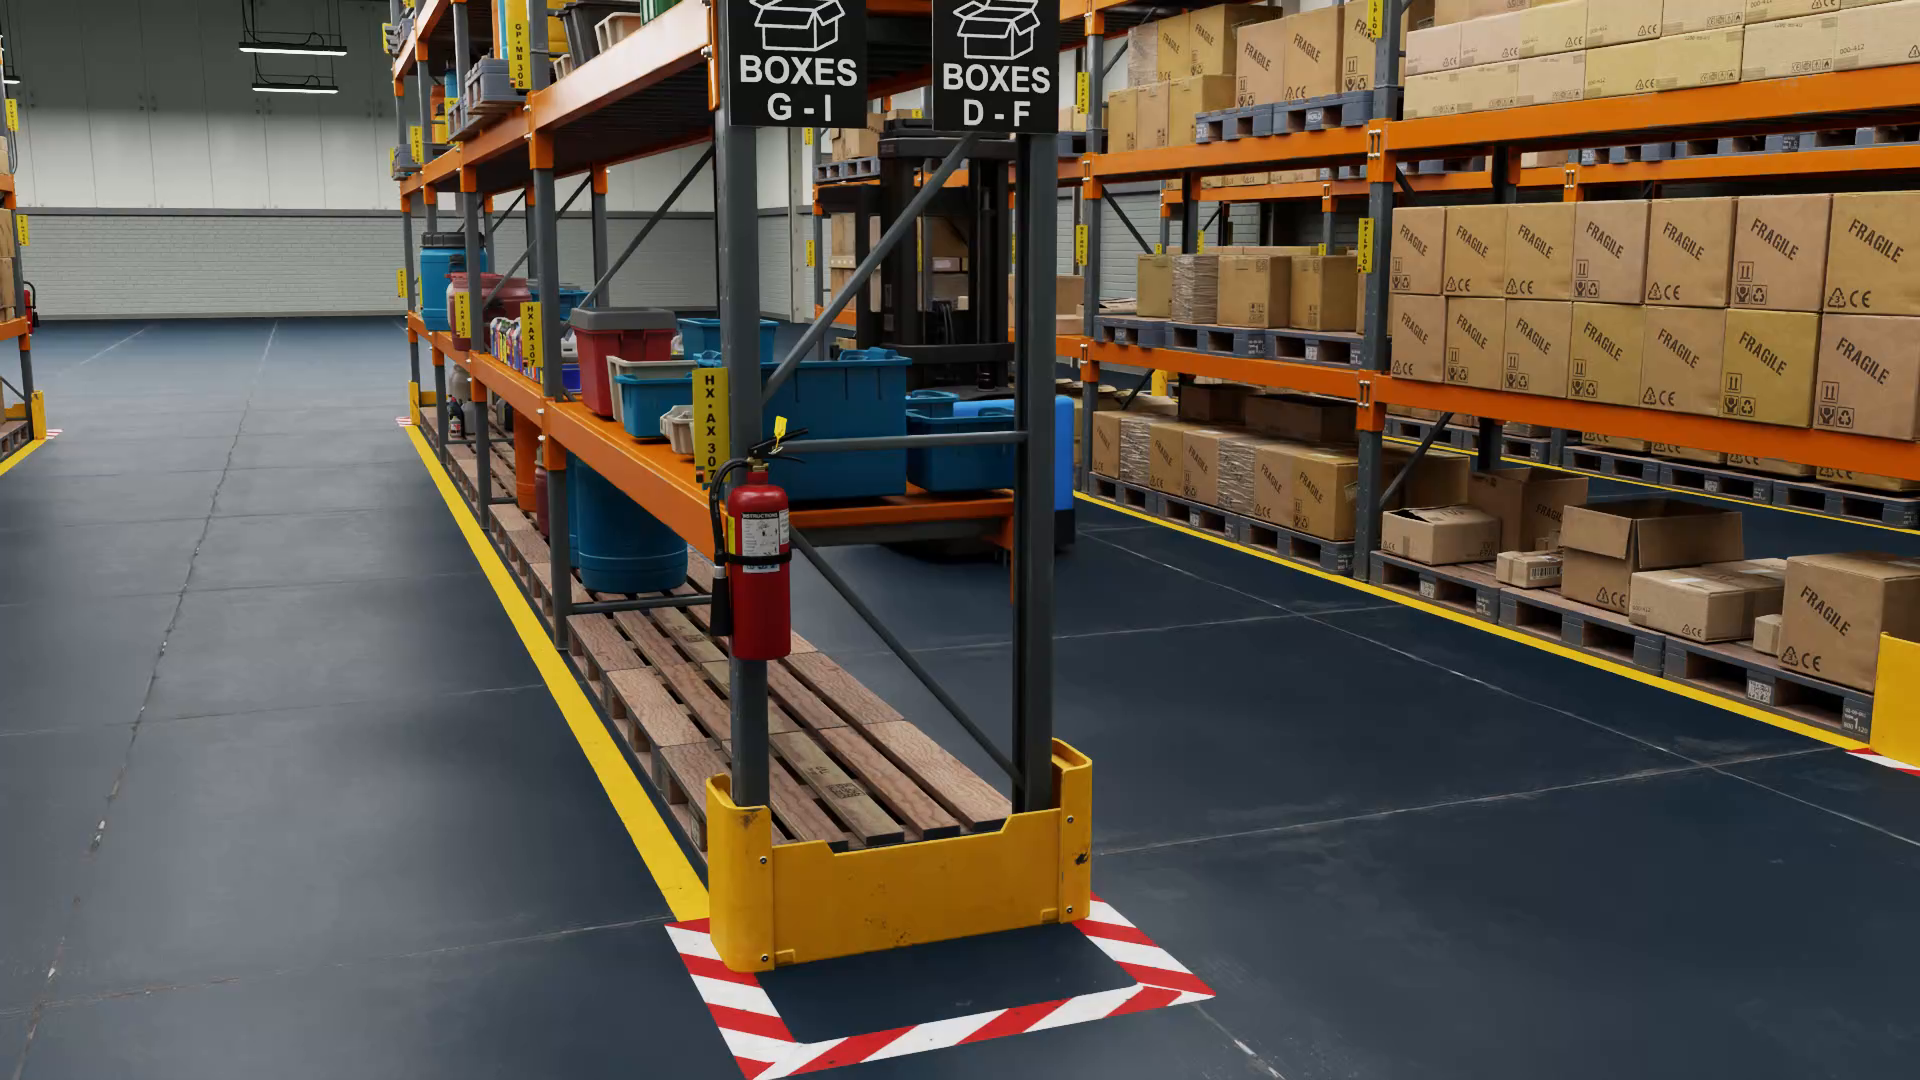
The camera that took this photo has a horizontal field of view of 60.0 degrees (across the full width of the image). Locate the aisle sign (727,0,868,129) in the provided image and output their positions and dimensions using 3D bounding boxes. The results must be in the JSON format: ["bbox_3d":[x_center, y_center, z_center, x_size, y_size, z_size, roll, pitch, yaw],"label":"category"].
[{"bbox_3d":[-0.444,-1.531,4.539,0.394,0.787,0.004,-4,11,-21],"label":"aisle sign"}]

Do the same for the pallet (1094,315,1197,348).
[{"bbox_3d":[1.833,-1.700,13.462,1.213,0.211,1.003,-4,11,-21],"label":"pallet"}]

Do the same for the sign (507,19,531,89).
[{"bbox_3d":[-2.160,-2.381,8.149,0.100,0.325,0.005,-4,11,-21],"label":"sign"}]

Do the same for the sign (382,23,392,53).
[{"bbox_3d":[-6.510,-5.710,18.920,0.100,0.325,0.005,-4,11,-21],"label":"sign"}]

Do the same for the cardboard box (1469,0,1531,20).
[{"bbox_3d":[3.232,-3.099,9.070,0.700,0.500,0.500,-4,11,-21],"label":"cardboard box"}]

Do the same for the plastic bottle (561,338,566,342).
[{"bbox_3d":[-2.223,-0.977,9.200,0.152,0.276,0.135,-4,11,-21],"label":"plastic bottle"}]

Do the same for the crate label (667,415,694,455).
[{"bbox_3d":[-0.877,-0.395,6.156,0.396,0.136,0.243,-4,11,-21],"label":"crate label"}]

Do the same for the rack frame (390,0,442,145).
[{"bbox_3d":[-5.995,-5.847,19.094,1.000,3.000,0.127,-4,11,-21],"label":"rack frame"}]

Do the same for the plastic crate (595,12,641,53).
[{"bbox_3d":[-1.177,-1.950,6.505,0.437,0.136,0.530,-4,11,-21],"label":"plastic crate"}]

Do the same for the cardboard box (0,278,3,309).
[{"bbox_3d":[-10.004,-2.524,16.412,0.875,0.500,0.500,-4,11,-21],"label":"cardboard box"}]

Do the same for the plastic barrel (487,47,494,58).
[{"bbox_3d":[-3.685,-3.681,14.052,0.600,0.901,0.708,-4,11,-21],"label":"plastic barrel"}]

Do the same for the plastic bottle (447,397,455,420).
[{"bbox_3d":[-5.117,-1.271,16.806,0.144,0.351,0.185,-4,11,-24],"label":"plastic bottle"}]

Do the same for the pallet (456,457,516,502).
[{"bbox_3d":[-3.779,-0.542,14.365,1.003,0.211,1.213,-4,11,-21],"label":"pallet"}]

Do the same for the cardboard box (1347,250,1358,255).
[{"bbox_3d":[4.841,-3.049,18.957,0.700,0.500,0.500,-4,11,-21],"label":"cardboard box"}]

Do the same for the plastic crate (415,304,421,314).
[{"bbox_3d":[-5.971,-2.597,18.706,0.298,0.136,0.250,-4,11,-21],"label":"plastic crate"}]

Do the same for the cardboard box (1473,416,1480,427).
[{"bbox_3d":[5.750,-1.407,17.149,0.700,0.500,0.500,-4,11,-21],"label":"cardboard box"}]

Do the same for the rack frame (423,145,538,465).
[{"bbox_3d":[-4.546,-2.240,15.948,1.000,3.000,0.127,-4,11,-21],"label":"rack frame"}]

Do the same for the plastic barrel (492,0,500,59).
[{"bbox_3d":[-2.893,-3.389,11.419,0.600,0.830,0.708,-4,11,-21],"label":"plastic barrel"}]

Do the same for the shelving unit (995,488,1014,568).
[{"bbox_3d":[0.383,-0.284,10.902,0.258,0.900,0.210,-3,15,-15],"label":"shelving unit"}]

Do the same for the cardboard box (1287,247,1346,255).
[{"bbox_3d":[4.228,-3.232,19.752,0.500,0.500,0.500,-4,11,-21],"label":"cardboard box"}]

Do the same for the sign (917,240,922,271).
[{"bbox_3d":[-0.444,-2.984,17.430,0.100,0.325,0.005,-4,11,-21],"label":"sign"}]

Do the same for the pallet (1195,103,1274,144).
[{"bbox_3d":[2.422,-2.912,11.699,1.213,0.211,1.003,-4,11,-21],"label":"pallet"}]

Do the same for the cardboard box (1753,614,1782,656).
[{"bbox_3d":[3.931,0.438,7.725,0.380,0.166,0.250,-4,11,-21],"label":"cardboard box"}]

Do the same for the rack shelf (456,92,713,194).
[{"bbox_3d":[-2.372,-2.383,10.243,1.077,0.370,4.000,-4,11,-21],"label":"rack shelf"}]

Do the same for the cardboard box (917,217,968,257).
[{"bbox_3d":[-0.094,-3.314,17.995,0.700,0.500,0.500,-4,11,-21],"label":"cardboard box"}]

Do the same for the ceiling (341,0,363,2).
[{"bbox_3d":[-21.032,-15.884,49.828,6.000,0.001,6.000,-4,11,-21],"label":"ceiling"}]

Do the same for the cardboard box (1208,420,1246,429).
[{"bbox_3d":[2.267,-0.665,12.973,0.500,0.500,0.500,-4,11,-23],"label":"cardboard box"}]

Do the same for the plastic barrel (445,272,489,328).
[{"bbox_3d":[-4.403,-2.137,14.980,0.433,0.535,0.433,0,10,0],"label":"plastic barrel"}]

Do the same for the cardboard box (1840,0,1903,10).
[{"bbox_3d":[3.997,-2.312,6.788,0.500,0.250,0.500,-4,11,-21],"label":"cardboard box"}]

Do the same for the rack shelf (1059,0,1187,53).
[{"bbox_3d":[0.797,-4.630,15.450,1.077,0.370,4.000,-4,11,-21],"label":"rack shelf"}]

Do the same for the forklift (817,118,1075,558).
[{"bbox_3d":[-0.362,-1.541,12.215,1.130,2.935,3.031,-6,11,-28],"label":"forklift"}]

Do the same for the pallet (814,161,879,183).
[{"bbox_3d":[-1.145,-4.523,20.470,1.003,0.211,1.213,-4,11,-21],"label":"pallet"}]

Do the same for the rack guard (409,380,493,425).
[{"bbox_3d":[-5.924,-1.653,19.785,1.175,0.500,0.348,-4,11,-21],"label":"rack guard"}]

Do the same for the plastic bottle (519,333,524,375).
[{"bbox_3d":[-2.665,-1.157,10.194,0.061,0.283,0.133,-4,11,-21],"label":"plastic bottle"}]

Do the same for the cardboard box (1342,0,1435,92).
[{"bbox_3d":[2.857,-3.117,10.543,0.600,0.600,0.600,-5,11,-26],"label":"cardboard box"}]

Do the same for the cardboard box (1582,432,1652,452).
[{"bbox_3d":[6.282,-1.236,15.242,0.750,0.750,0.750,-4,11,-22],"label":"cardboard box"}]

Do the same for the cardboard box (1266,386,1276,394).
[{"bbox_3d":[4.127,-1.944,21.169,0.380,0.149,0.250,-5,11,-25],"label":"cardboard box"}]

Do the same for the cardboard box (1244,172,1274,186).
[{"bbox_3d":[3.867,-4.643,20.549,0.500,0.500,0.500,-4,11,-23],"label":"cardboard box"}]

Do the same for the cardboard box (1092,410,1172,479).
[{"bbox_3d":[1.420,-0.794,13.702,0.500,0.500,0.500,-3,11,-18],"label":"cardboard box"}]

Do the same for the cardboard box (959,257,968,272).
[{"bbox_3d":[0.155,-2.979,17.962,0.380,0.149,0.250,-4,11,-21],"label":"cardboard box"}]

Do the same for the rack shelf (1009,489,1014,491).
[{"bbox_3d":[0.384,-0.338,10.887,0.258,0.077,0.200,-3,15,-15],"label":"rack shelf"}]

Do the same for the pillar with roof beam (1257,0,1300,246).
[{"bbox_3d":[0.286,-6.143,20.758,9.100,9.000,0.400,-4,11,-21],"label":"pillar with roof beam"}]

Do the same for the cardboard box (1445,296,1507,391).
[{"bbox_3d":[3.091,-1.113,9.329,0.500,0.500,0.500,-4,11,-20],"label":"cardboard box"}]

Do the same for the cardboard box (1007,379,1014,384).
[{"bbox_3d":[0.355,-1.433,16.463,0.500,0.311,0.500,-4,11,-23],"label":"cardboard box"}]

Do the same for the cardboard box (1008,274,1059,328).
[{"bbox_3d":[0.708,-2.309,16.050,0.500,0.500,0.500,-4,11,-21],"label":"cardboard box"}]

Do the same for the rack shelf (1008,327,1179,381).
[{"bbox_3d":[0.797,-1.873,15.940,1.077,0.370,4.000,-4,11,-21],"label":"rack shelf"}]

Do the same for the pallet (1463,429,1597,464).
[{"bbox_3d":[5.856,-0.971,16.774,1.003,0.211,1.213,-4,11,-21],"label":"pallet"}]

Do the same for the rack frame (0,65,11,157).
[{"bbox_3d":[-10.612,-5.532,17.326,1.000,3.000,0.127,-4,11,-21],"label":"rack frame"}]

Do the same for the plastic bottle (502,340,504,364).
[{"bbox_3d":[-3.008,-1.280,11.120,0.097,0.201,0.097,0,10,0],"label":"plastic bottle"}]

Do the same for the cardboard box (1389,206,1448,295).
[{"bbox_3d":[2.880,-1.695,9.742,0.500,0.500,0.500,-4,11,-19],"label":"cardboard box"}]

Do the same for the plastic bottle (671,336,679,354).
[{"bbox_3d":[-1.592,-1.033,9.515,0.152,0.276,0.135,-4,11,-21],"label":"plastic bottle"}]

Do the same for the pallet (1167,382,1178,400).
[{"bbox_3d":[3.527,-2.002,22.570,1.003,0.211,1.213,-4,11,-21],"label":"pallet"}]

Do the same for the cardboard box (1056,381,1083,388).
[{"bbox_3d":[1.038,-1.387,16.201,0.500,0.311,0.500,-4,11,-22],"label":"cardboard box"}]

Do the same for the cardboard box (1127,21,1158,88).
[{"bbox_3d":[1.674,-3.848,13.280,0.500,0.500,0.500,-4,11,-21],"label":"cardboard box"}]
